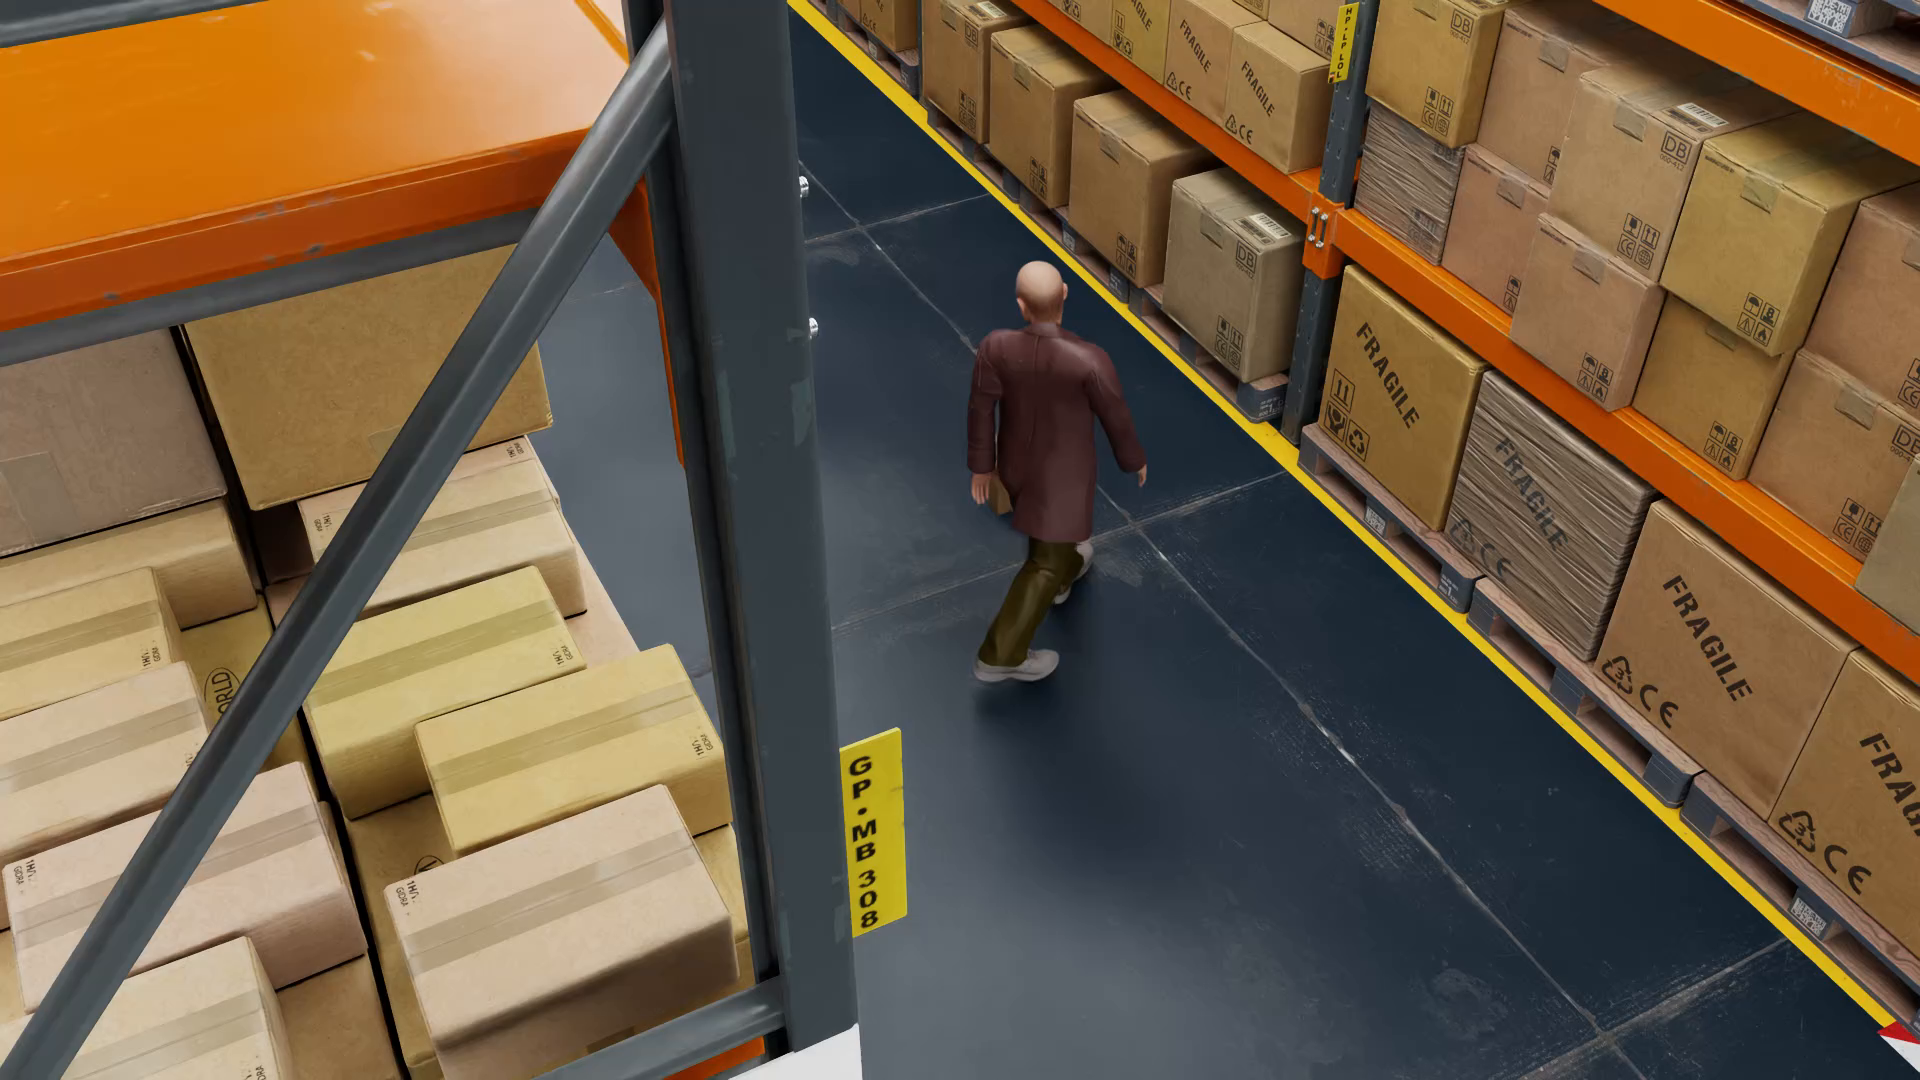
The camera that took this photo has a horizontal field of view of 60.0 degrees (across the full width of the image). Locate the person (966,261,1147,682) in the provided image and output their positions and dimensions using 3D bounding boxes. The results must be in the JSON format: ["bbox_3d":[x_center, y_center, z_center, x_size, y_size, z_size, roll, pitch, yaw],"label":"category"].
[{"bbox_3d":[0.368,-0.283,6.505,0.621,1.738,1.006,25,47,26],"label":"person"}]
